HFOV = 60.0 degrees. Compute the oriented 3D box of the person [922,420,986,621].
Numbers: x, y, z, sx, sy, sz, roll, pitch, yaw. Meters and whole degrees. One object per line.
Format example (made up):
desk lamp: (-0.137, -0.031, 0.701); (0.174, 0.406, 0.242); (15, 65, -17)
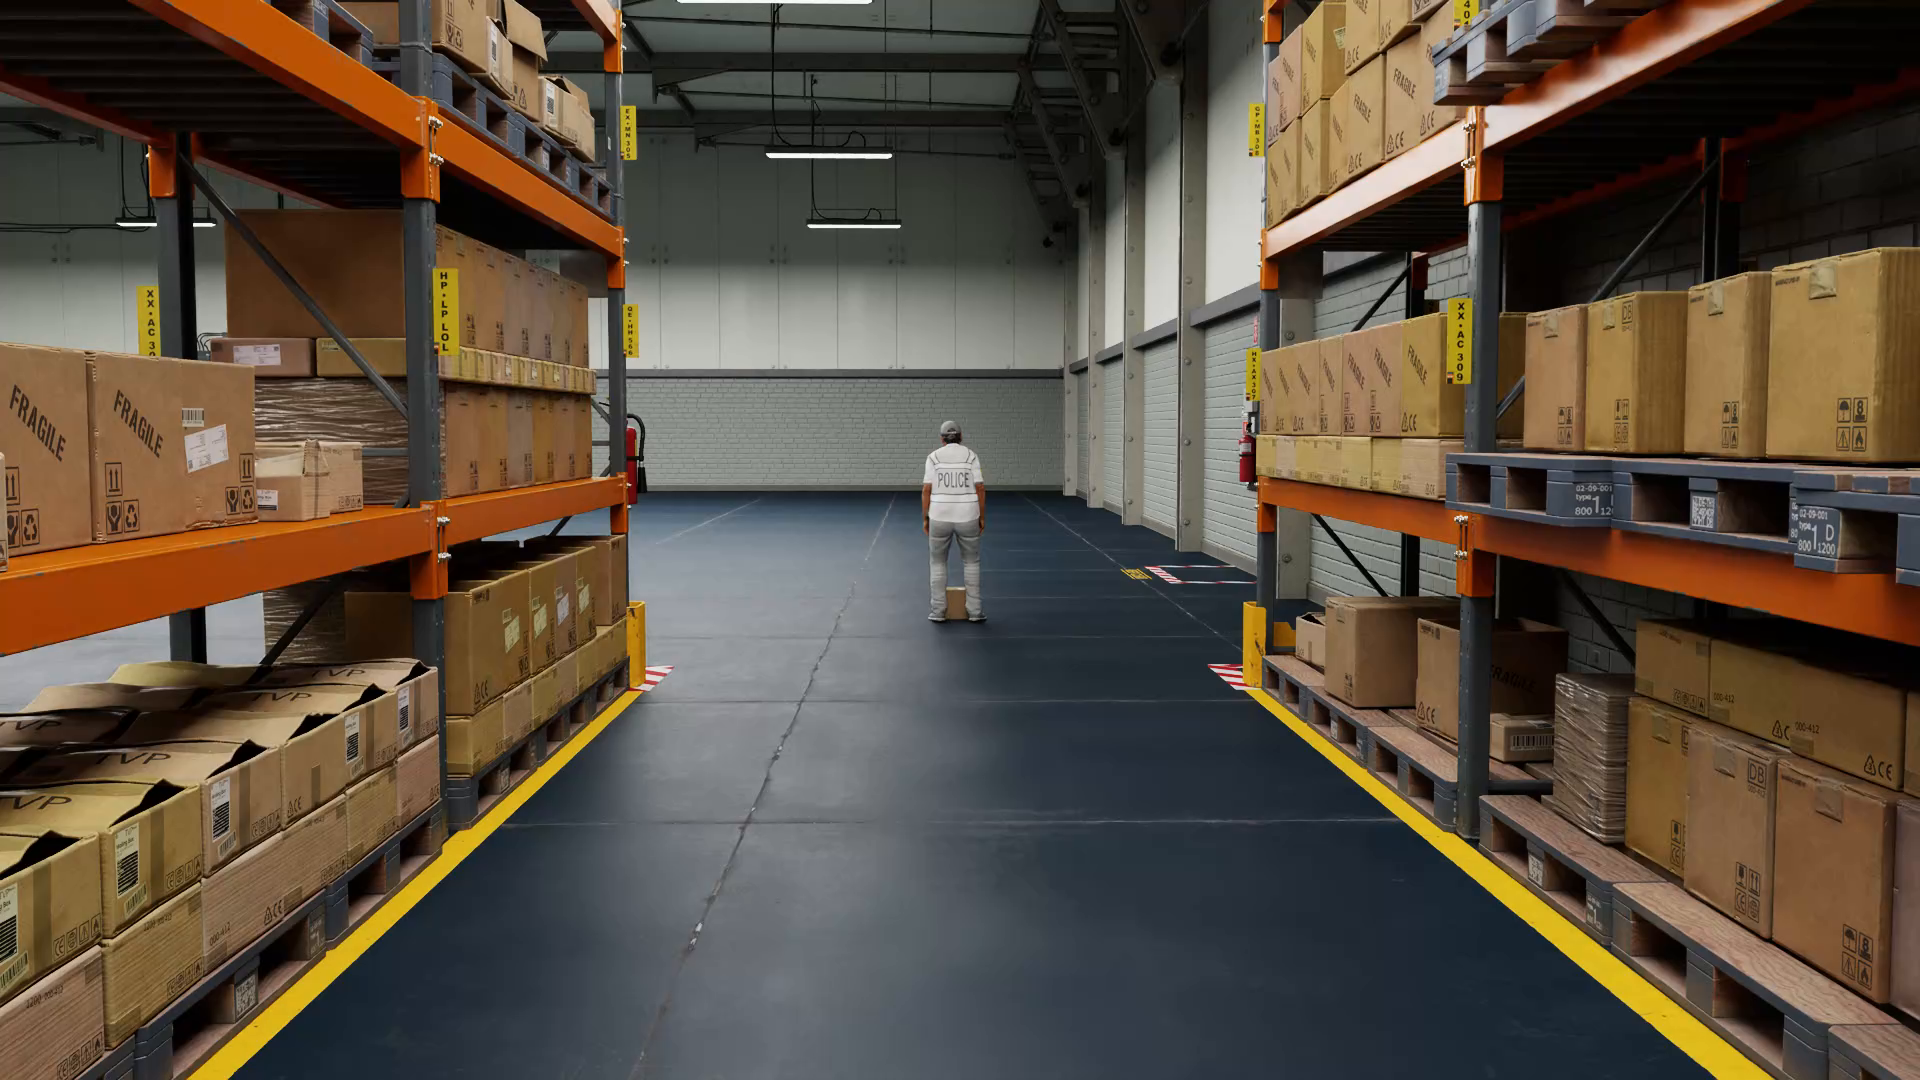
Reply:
person: (-0.041, -0.157, 13.786); (0.529, 1.665, 0.469); (0, 4, -2)
